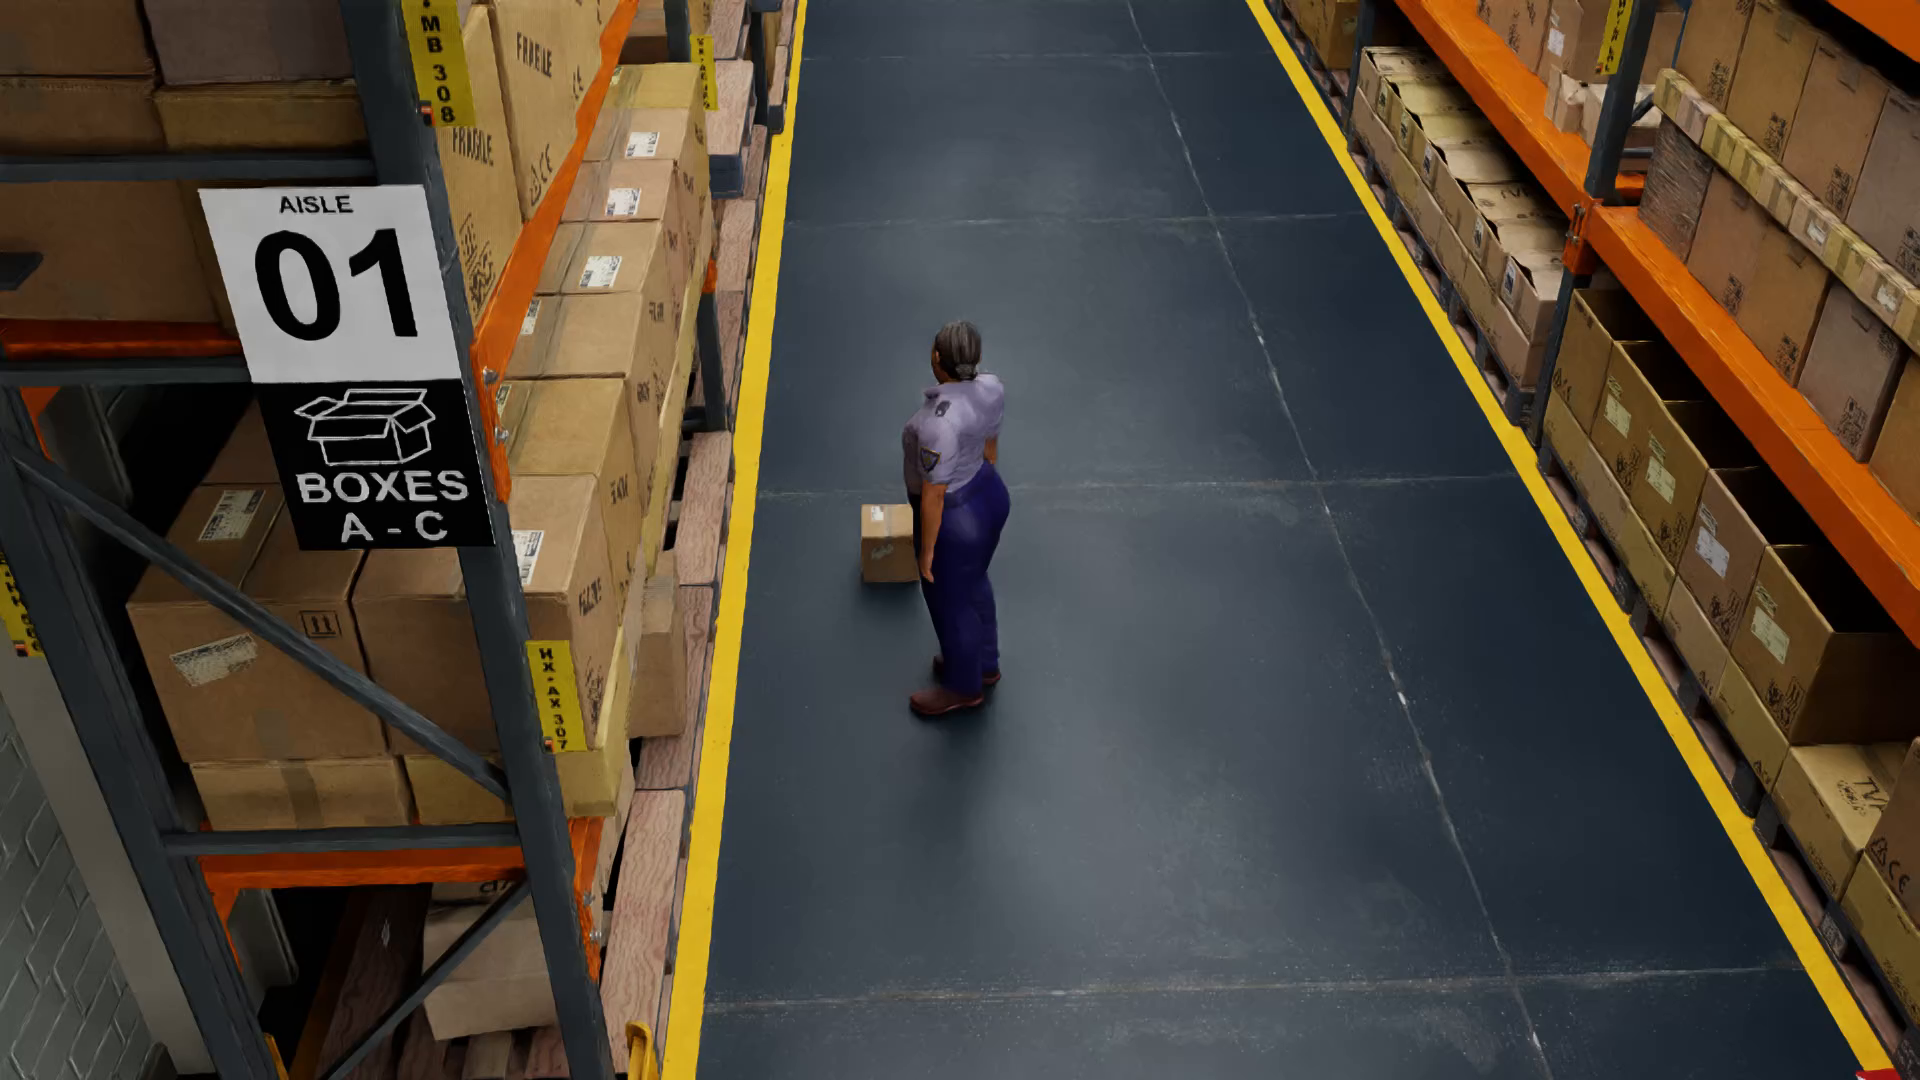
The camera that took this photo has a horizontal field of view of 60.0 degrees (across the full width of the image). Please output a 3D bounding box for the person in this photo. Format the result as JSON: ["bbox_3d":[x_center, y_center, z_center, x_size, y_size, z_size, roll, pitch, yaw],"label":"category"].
[{"bbox_3d":[-0.019,-0.113,6.229,0.349,1.574,0.526,15,38,21],"label":"person"}]
